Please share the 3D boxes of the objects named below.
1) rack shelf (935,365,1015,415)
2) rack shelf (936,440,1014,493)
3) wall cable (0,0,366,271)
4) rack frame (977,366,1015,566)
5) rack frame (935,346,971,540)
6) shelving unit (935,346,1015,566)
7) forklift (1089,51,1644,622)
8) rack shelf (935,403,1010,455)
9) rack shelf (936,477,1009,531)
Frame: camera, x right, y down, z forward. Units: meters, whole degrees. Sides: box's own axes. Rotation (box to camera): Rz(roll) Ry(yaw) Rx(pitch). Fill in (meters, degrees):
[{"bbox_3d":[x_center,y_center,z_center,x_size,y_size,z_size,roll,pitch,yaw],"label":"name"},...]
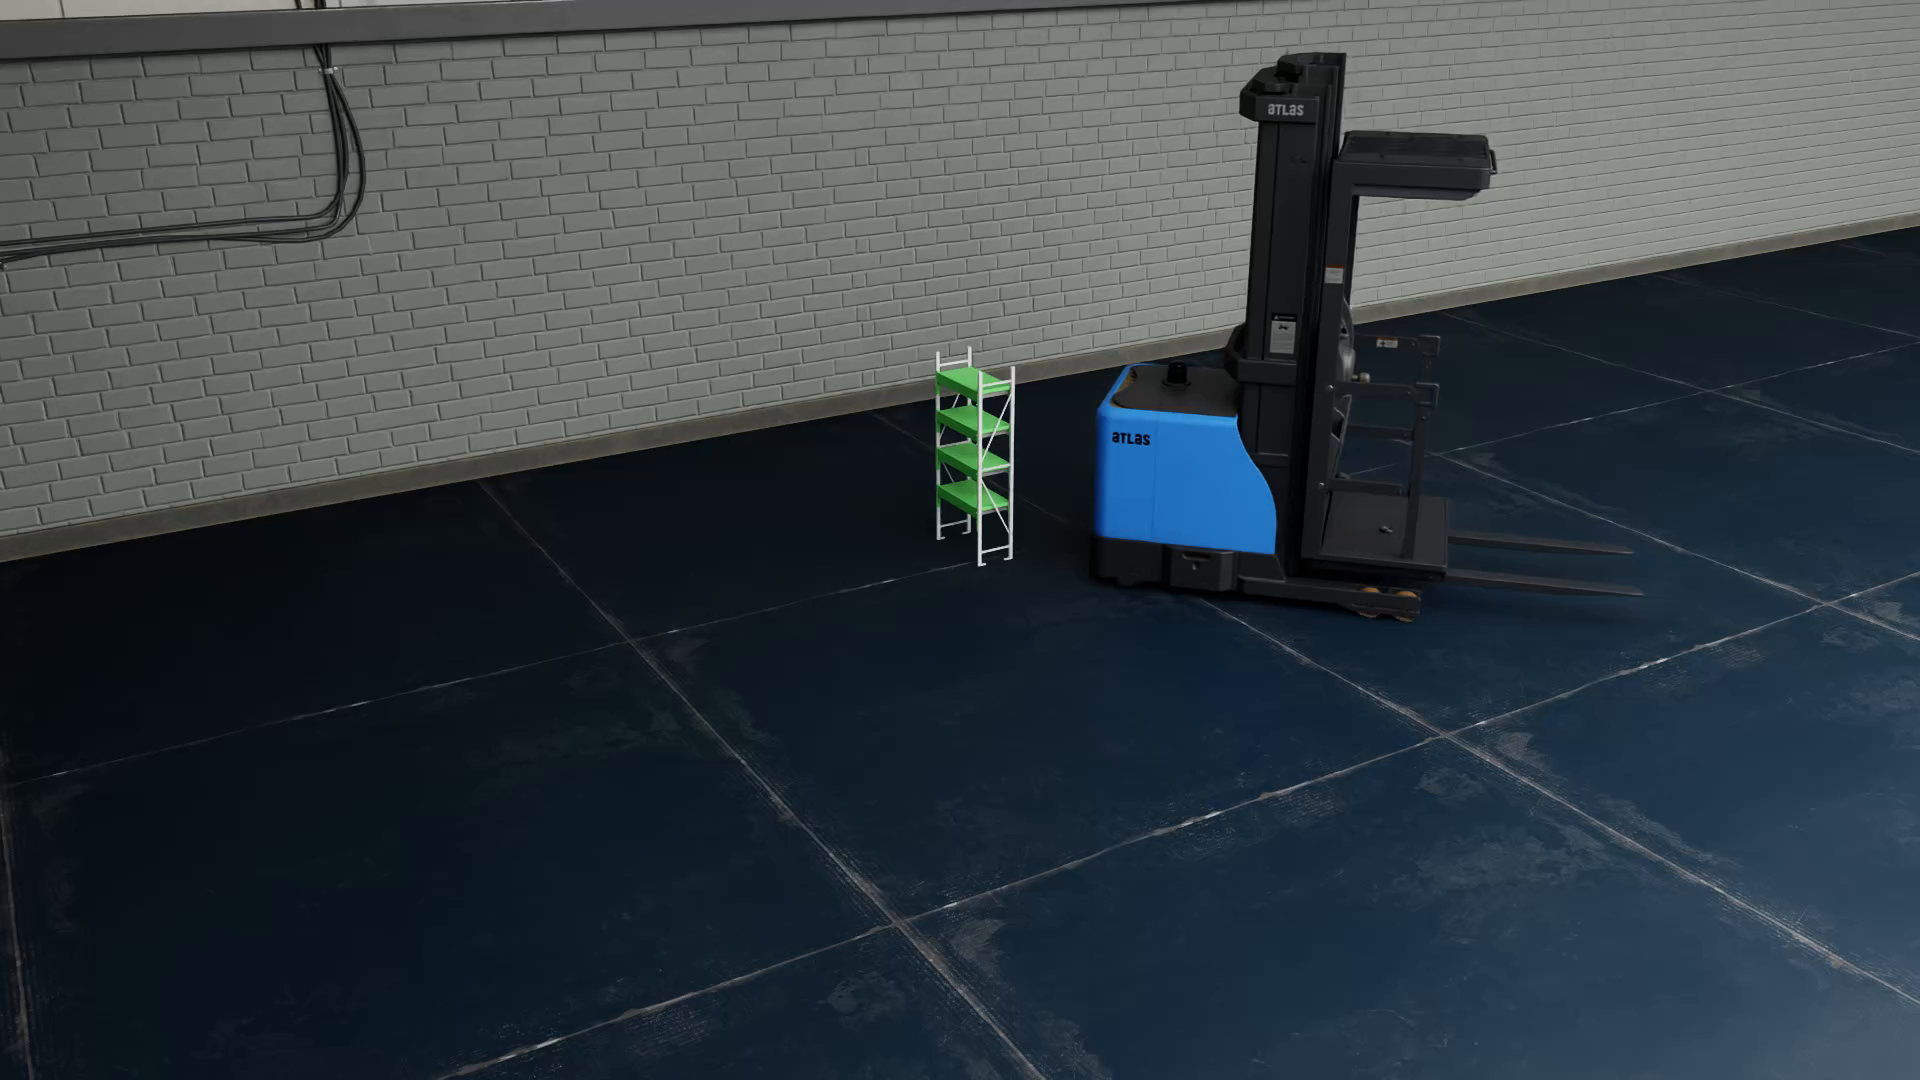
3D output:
[{"bbox_3d":[0.085,-0.888,9.797,0.258,0.148,0.480,-13,25,-28],"label":"rack shelf"},{"bbox_3d":[0.085,-0.443,9.978,0.258,0.148,0.480,-13,25,-28],"label":"rack shelf"},{"bbox_3d":[-5.001,-2.753,9.259,3.097,2.526,0.112,-13,25,-28],"label":"wall cable"},{"bbox_3d":[0.209,-0.423,9.759,0.240,1.200,0.015,-13,25,-28],"label":"rack frame"},{"bbox_3d":[-0.040,-0.581,10.148,0.240,1.200,0.015,-13,25,-28],"label":"rack frame"},{"bbox_3d":[0.085,-0.502,9.954,0.258,1.200,0.503,-13,25,-28],"label":"shelving unit"},{"bbox_3d":[2.327,-1.128,9.195,3.031,2.935,1.130,6,23,14],"label":"forklift"},{"bbox_3d":[0.085,-0.665,9.887,0.258,0.148,0.480,-13,25,-28],"label":"rack shelf"},{"bbox_3d":[0.085,-0.221,10.068,0.258,0.148,0.480,-13,25,-28],"label":"rack shelf"}]
